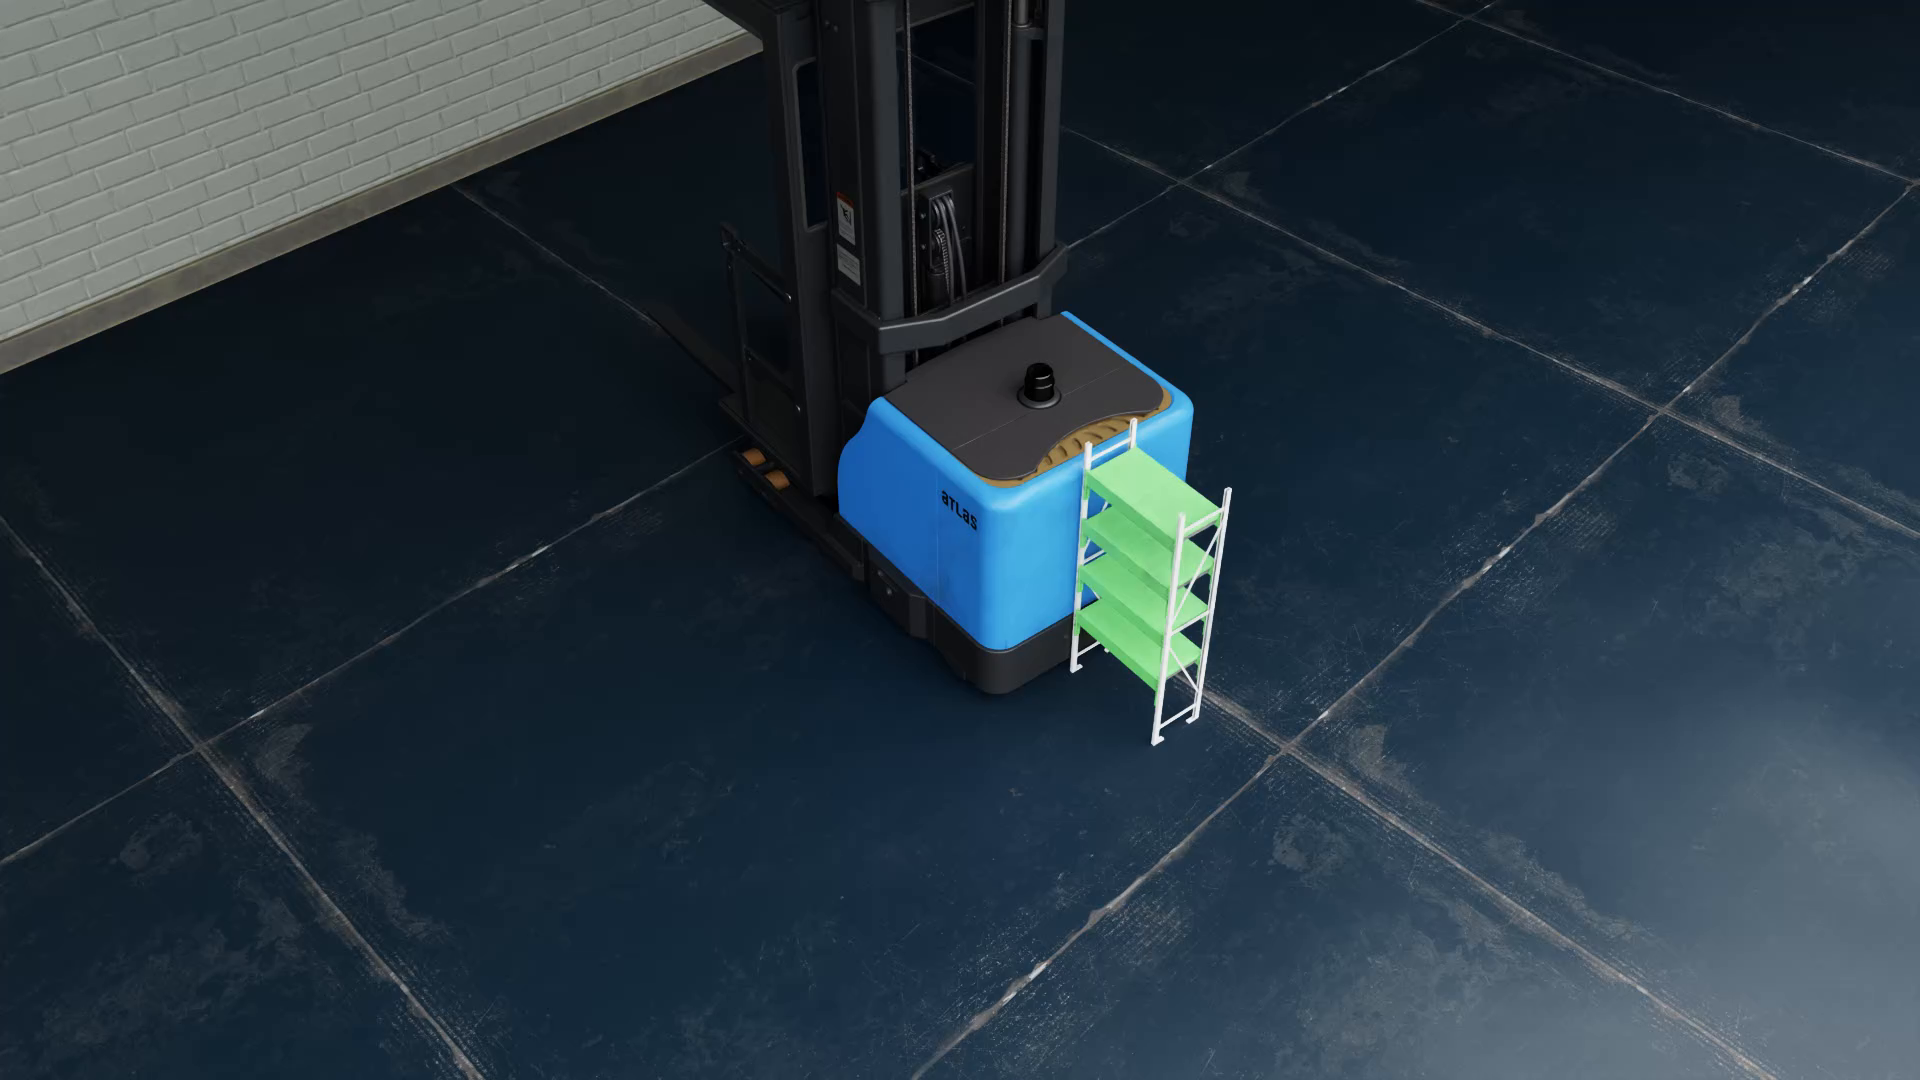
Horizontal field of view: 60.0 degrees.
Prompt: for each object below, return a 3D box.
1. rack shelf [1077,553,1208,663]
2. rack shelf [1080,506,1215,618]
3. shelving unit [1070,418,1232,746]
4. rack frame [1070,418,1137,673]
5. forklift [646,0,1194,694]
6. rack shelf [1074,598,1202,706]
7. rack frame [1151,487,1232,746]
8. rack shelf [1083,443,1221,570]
[{"bbox_3d":[0.698,0.226,6.333,0.258,0.148,0.480,-28,49,-27],"label":"rack shelf"},{"bbox_3d":[0.698,0.049,6.170,0.258,0.148,0.480,-28,49,-27],"label":"rack shelf"},{"bbox_3d":[0.698,0.179,6.290,0.258,1.200,0.503,-28,49,-27],"label":"shelving unit"},{"bbox_3d":[0.548,0.048,6.432,0.240,1.200,0.015,-28,49,-27],"label":"rack frame"},{"bbox_3d":[-0.383,-1.412,6.736,1.130,2.935,3.031,-28,49,-27],"label":"forklift"},{"bbox_3d":[0.698,0.402,6.496,0.258,0.148,0.480,-28,49,-27],"label":"rack shelf"},{"bbox_3d":[0.847,0.310,6.148,0.240,1.200,0.015,-28,49,-27],"label":"rack frame"},{"bbox_3d":[0.698,-0.127,6.008,0.258,0.148,0.480,-28,49,-27],"label":"rack shelf"}]
